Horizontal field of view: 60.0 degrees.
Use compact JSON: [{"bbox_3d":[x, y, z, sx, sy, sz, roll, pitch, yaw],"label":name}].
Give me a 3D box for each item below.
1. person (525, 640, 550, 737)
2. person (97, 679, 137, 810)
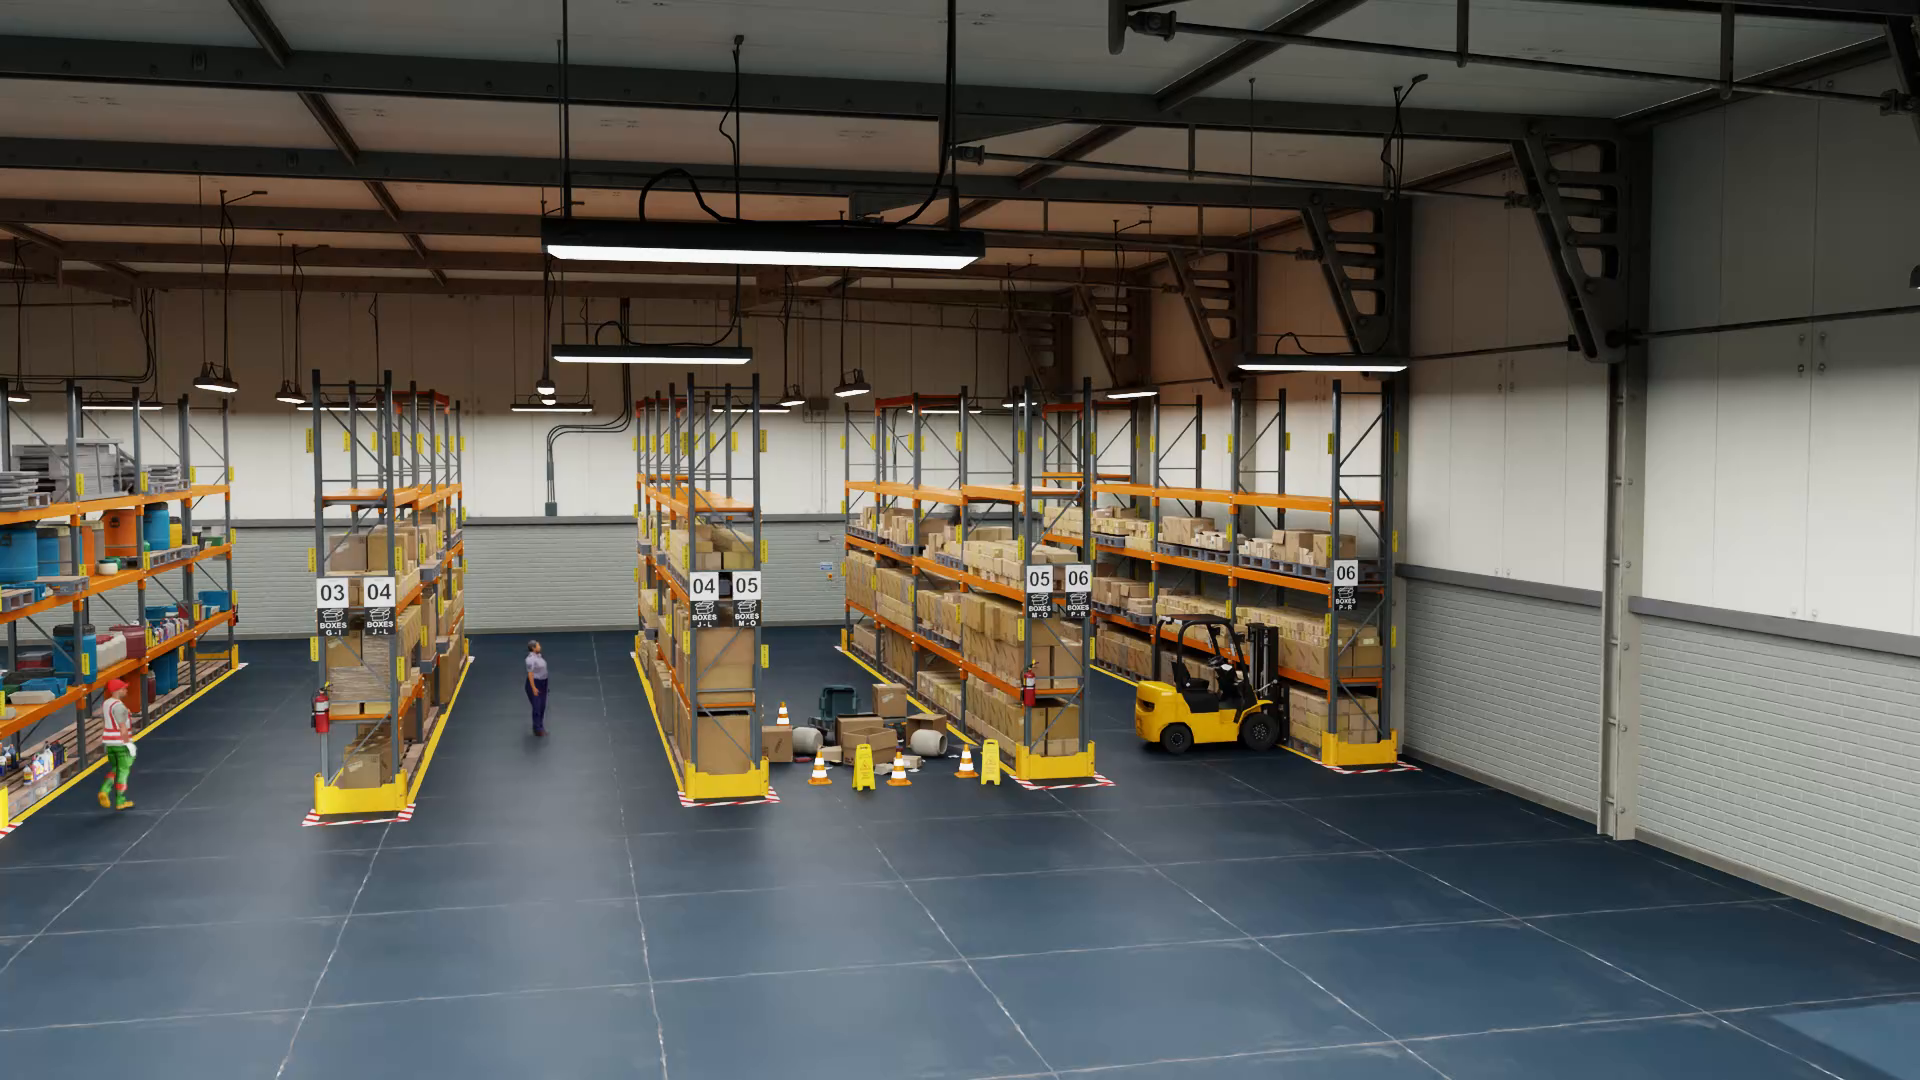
[{"bbox_3d":[-7.200,2.550,28.652,0.556,1.659,0.514,1,4,21],"label":"person"},{"bbox_3d":[-11.503,2.780,22.683,0.557,1.785,0.497,1,3,18],"label":"person"}]
